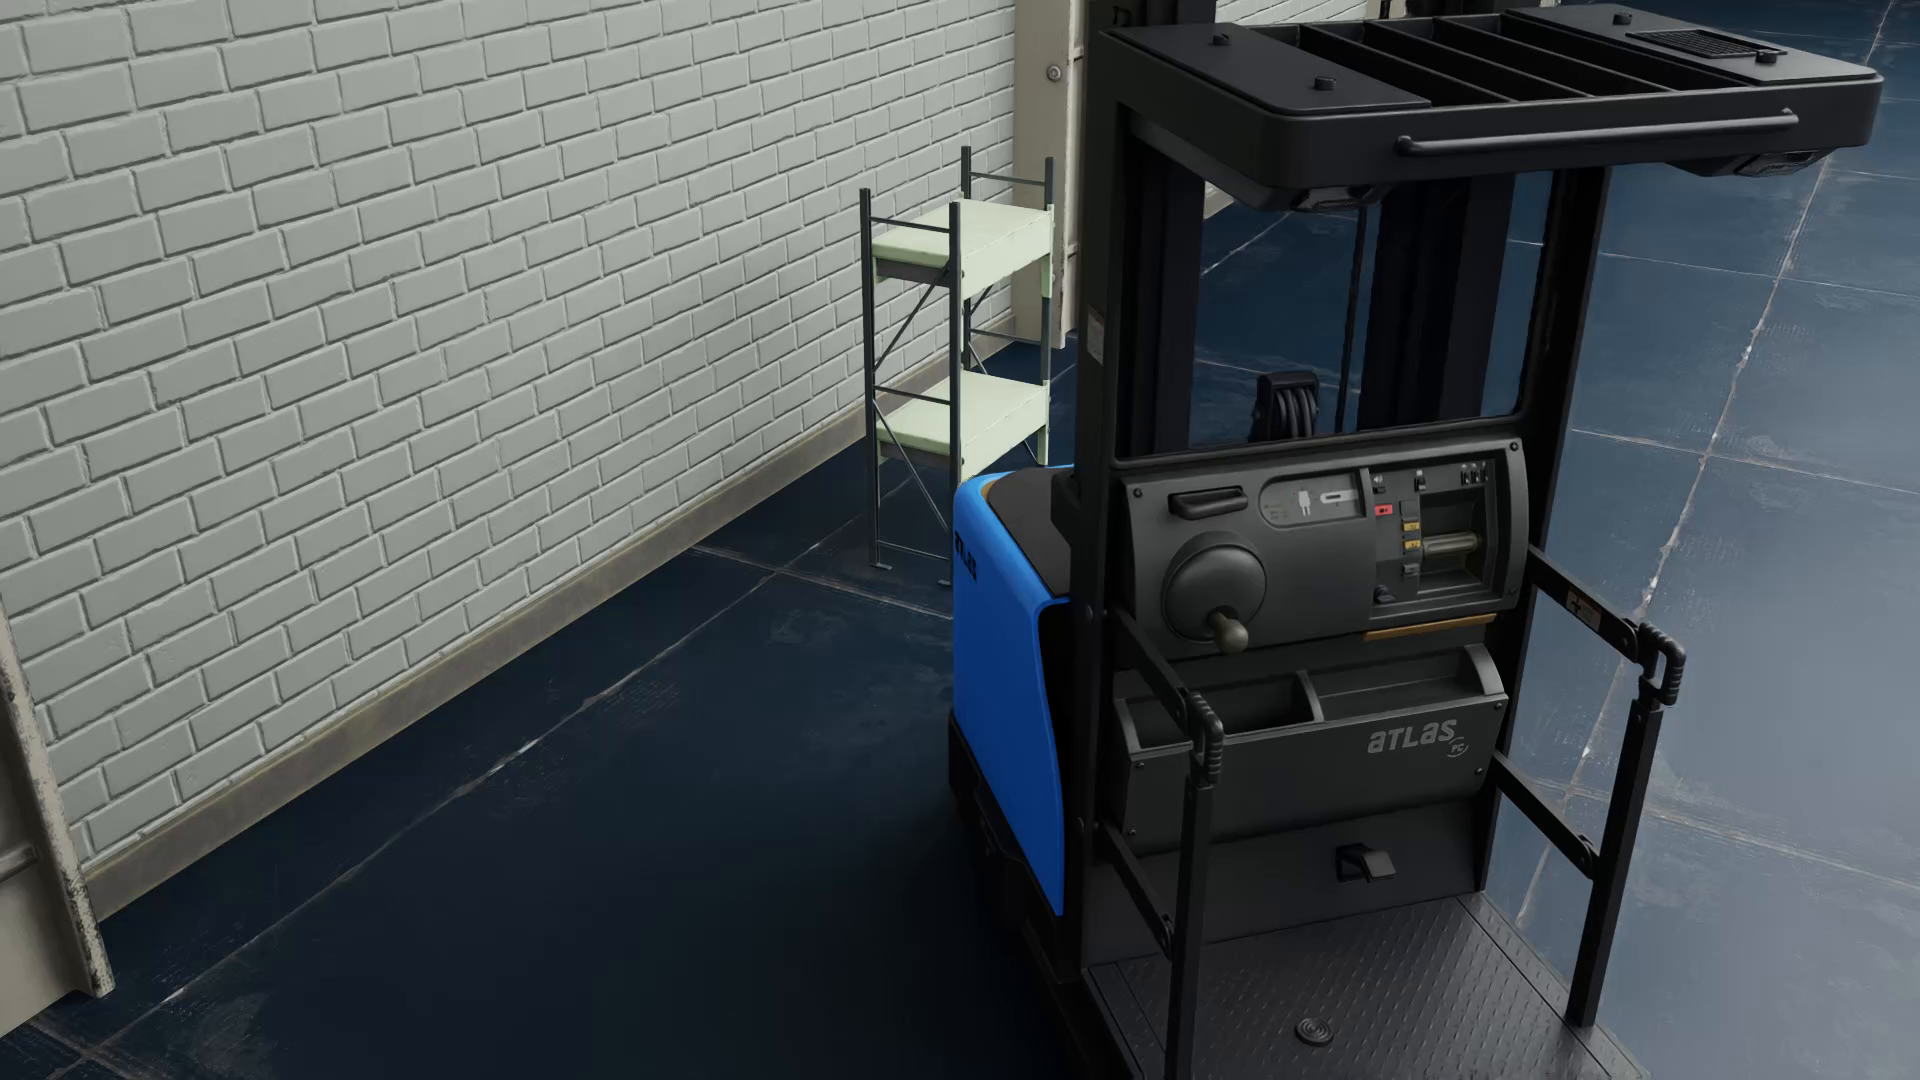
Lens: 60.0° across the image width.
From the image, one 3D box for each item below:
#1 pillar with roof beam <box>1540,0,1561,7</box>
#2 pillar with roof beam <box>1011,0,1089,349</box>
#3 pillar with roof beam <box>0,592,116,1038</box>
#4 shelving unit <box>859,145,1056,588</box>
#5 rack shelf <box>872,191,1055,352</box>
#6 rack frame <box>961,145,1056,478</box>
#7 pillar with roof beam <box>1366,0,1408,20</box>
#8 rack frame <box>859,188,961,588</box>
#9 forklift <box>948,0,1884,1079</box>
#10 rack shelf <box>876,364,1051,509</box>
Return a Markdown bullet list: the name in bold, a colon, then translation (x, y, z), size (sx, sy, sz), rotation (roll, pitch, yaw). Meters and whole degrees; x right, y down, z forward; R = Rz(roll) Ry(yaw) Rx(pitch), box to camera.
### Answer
- **pillar with roof beam**: translation (10.144, -8.869, 14.414), size (9.100, 9.000, 0.400), rotation (14, 30, 26)
- **pillar with roof beam**: translation (4.241, -4.192, 5.071), size (9.100, 9.000, 0.400), rotation (14, 30, 26)
- **pillar with roof beam**: translation (1.289, -1.854, 0.400), size (9.100, 9.000, 0.400), rotation (14, 30, 26)
- **shelving unit**: translation (0.003, -0.673, 6.419), size (0.431, 1.500, 0.755), rotation (14, 30, 26)
- **rack shelf**: translation (0.003, -1.022, 6.245), size (0.431, 0.370, 0.720), rotation (14, 30, 26)
- **rack frame**: translation (0.183, -0.816, 6.704), size (0.400, 1.500, 0.023), rotation (14, 30, 26)
- **pillar with roof beam**: translation (7.193, -6.530, 9.742), size (9.100, 9.000, 0.400), rotation (14, 30, 26)
- **rack frame**: translation (-0.177, -0.531, 6.135), size (0.400, 1.500, 0.023), rotation (14, 30, 26)
- **forklift**: translation (0.858, 0.045, 3.386), size (1.130, 2.935, 3.031), rotation (-7, 27, -14)
- **rack shelf**: translation (0.003, -0.382, 6.565), size (0.431, 0.370, 0.720), rotation (14, 30, 26)
